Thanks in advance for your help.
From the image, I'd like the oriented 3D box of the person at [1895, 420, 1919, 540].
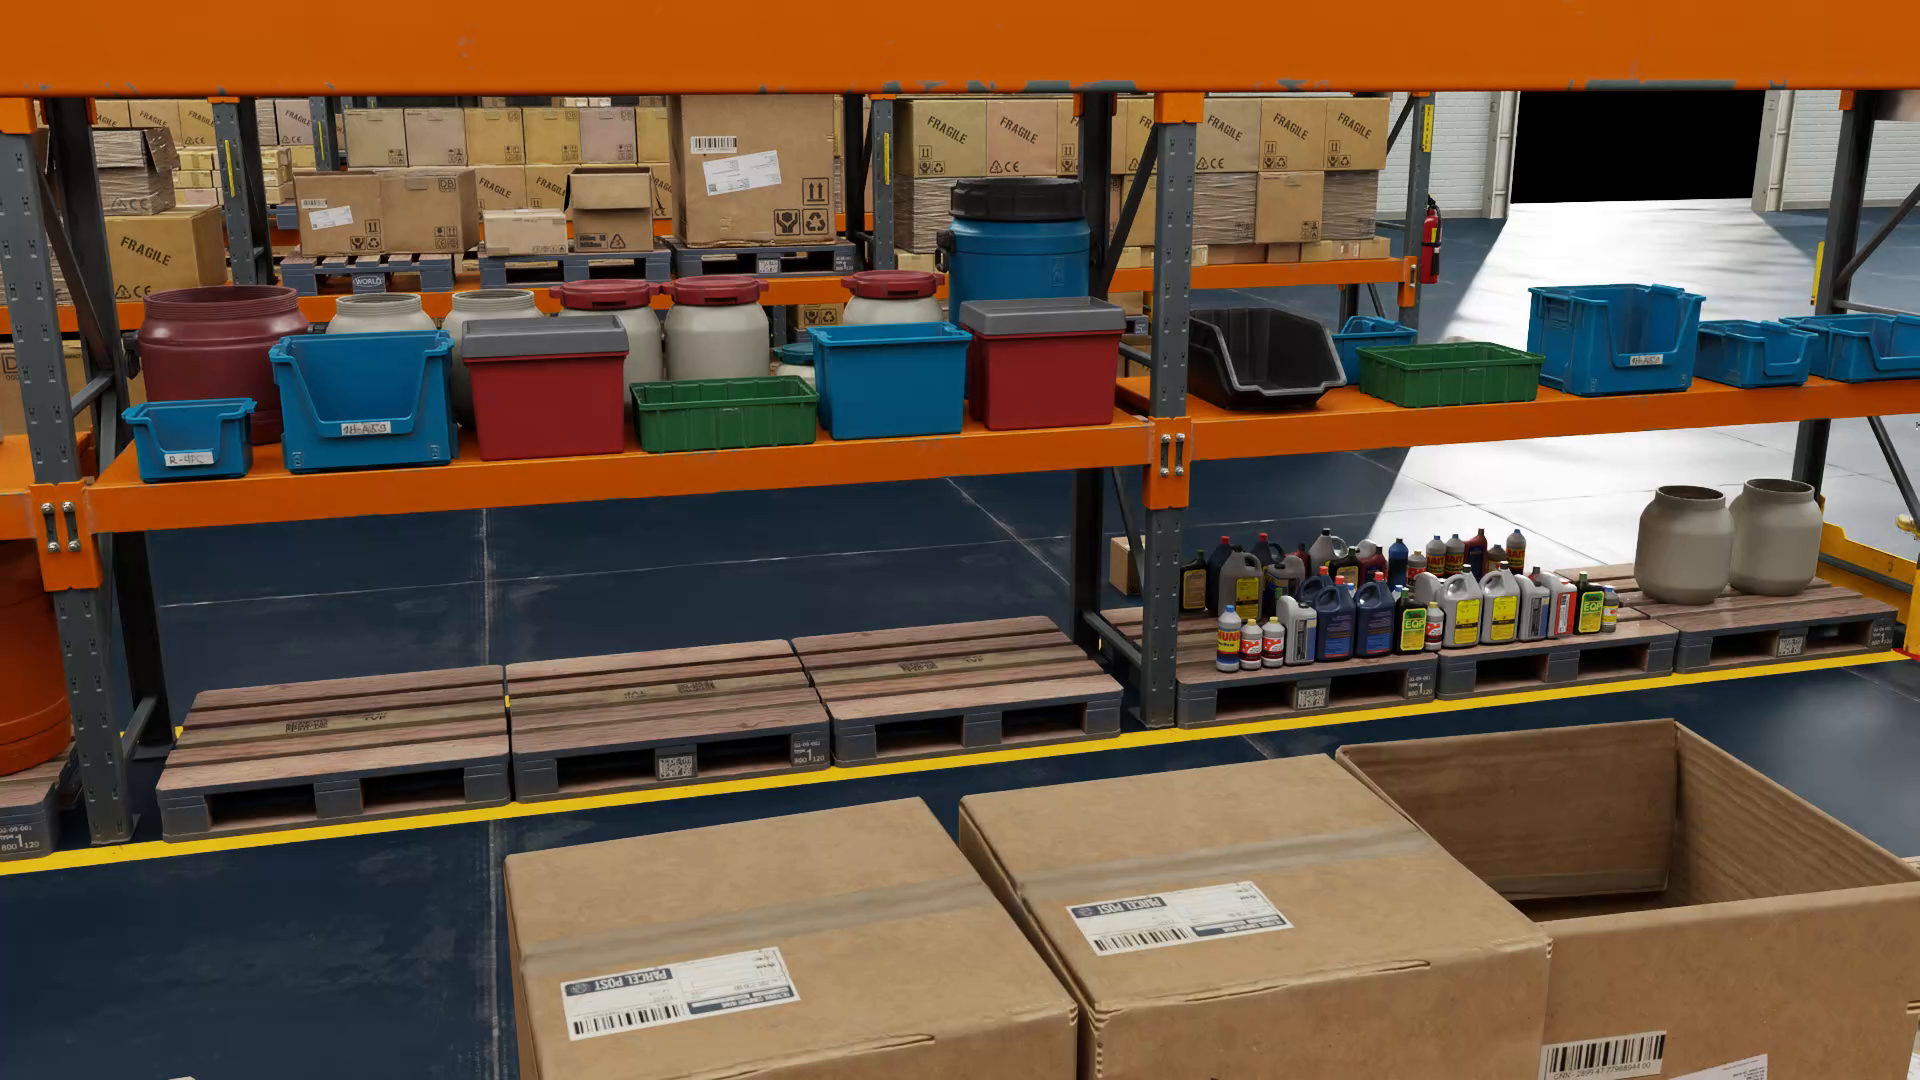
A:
[{"bbox_3d":[5.554,-0.740,9.073,0.615,1.718,1.014,-6,17,-20],"label":"person"}]
